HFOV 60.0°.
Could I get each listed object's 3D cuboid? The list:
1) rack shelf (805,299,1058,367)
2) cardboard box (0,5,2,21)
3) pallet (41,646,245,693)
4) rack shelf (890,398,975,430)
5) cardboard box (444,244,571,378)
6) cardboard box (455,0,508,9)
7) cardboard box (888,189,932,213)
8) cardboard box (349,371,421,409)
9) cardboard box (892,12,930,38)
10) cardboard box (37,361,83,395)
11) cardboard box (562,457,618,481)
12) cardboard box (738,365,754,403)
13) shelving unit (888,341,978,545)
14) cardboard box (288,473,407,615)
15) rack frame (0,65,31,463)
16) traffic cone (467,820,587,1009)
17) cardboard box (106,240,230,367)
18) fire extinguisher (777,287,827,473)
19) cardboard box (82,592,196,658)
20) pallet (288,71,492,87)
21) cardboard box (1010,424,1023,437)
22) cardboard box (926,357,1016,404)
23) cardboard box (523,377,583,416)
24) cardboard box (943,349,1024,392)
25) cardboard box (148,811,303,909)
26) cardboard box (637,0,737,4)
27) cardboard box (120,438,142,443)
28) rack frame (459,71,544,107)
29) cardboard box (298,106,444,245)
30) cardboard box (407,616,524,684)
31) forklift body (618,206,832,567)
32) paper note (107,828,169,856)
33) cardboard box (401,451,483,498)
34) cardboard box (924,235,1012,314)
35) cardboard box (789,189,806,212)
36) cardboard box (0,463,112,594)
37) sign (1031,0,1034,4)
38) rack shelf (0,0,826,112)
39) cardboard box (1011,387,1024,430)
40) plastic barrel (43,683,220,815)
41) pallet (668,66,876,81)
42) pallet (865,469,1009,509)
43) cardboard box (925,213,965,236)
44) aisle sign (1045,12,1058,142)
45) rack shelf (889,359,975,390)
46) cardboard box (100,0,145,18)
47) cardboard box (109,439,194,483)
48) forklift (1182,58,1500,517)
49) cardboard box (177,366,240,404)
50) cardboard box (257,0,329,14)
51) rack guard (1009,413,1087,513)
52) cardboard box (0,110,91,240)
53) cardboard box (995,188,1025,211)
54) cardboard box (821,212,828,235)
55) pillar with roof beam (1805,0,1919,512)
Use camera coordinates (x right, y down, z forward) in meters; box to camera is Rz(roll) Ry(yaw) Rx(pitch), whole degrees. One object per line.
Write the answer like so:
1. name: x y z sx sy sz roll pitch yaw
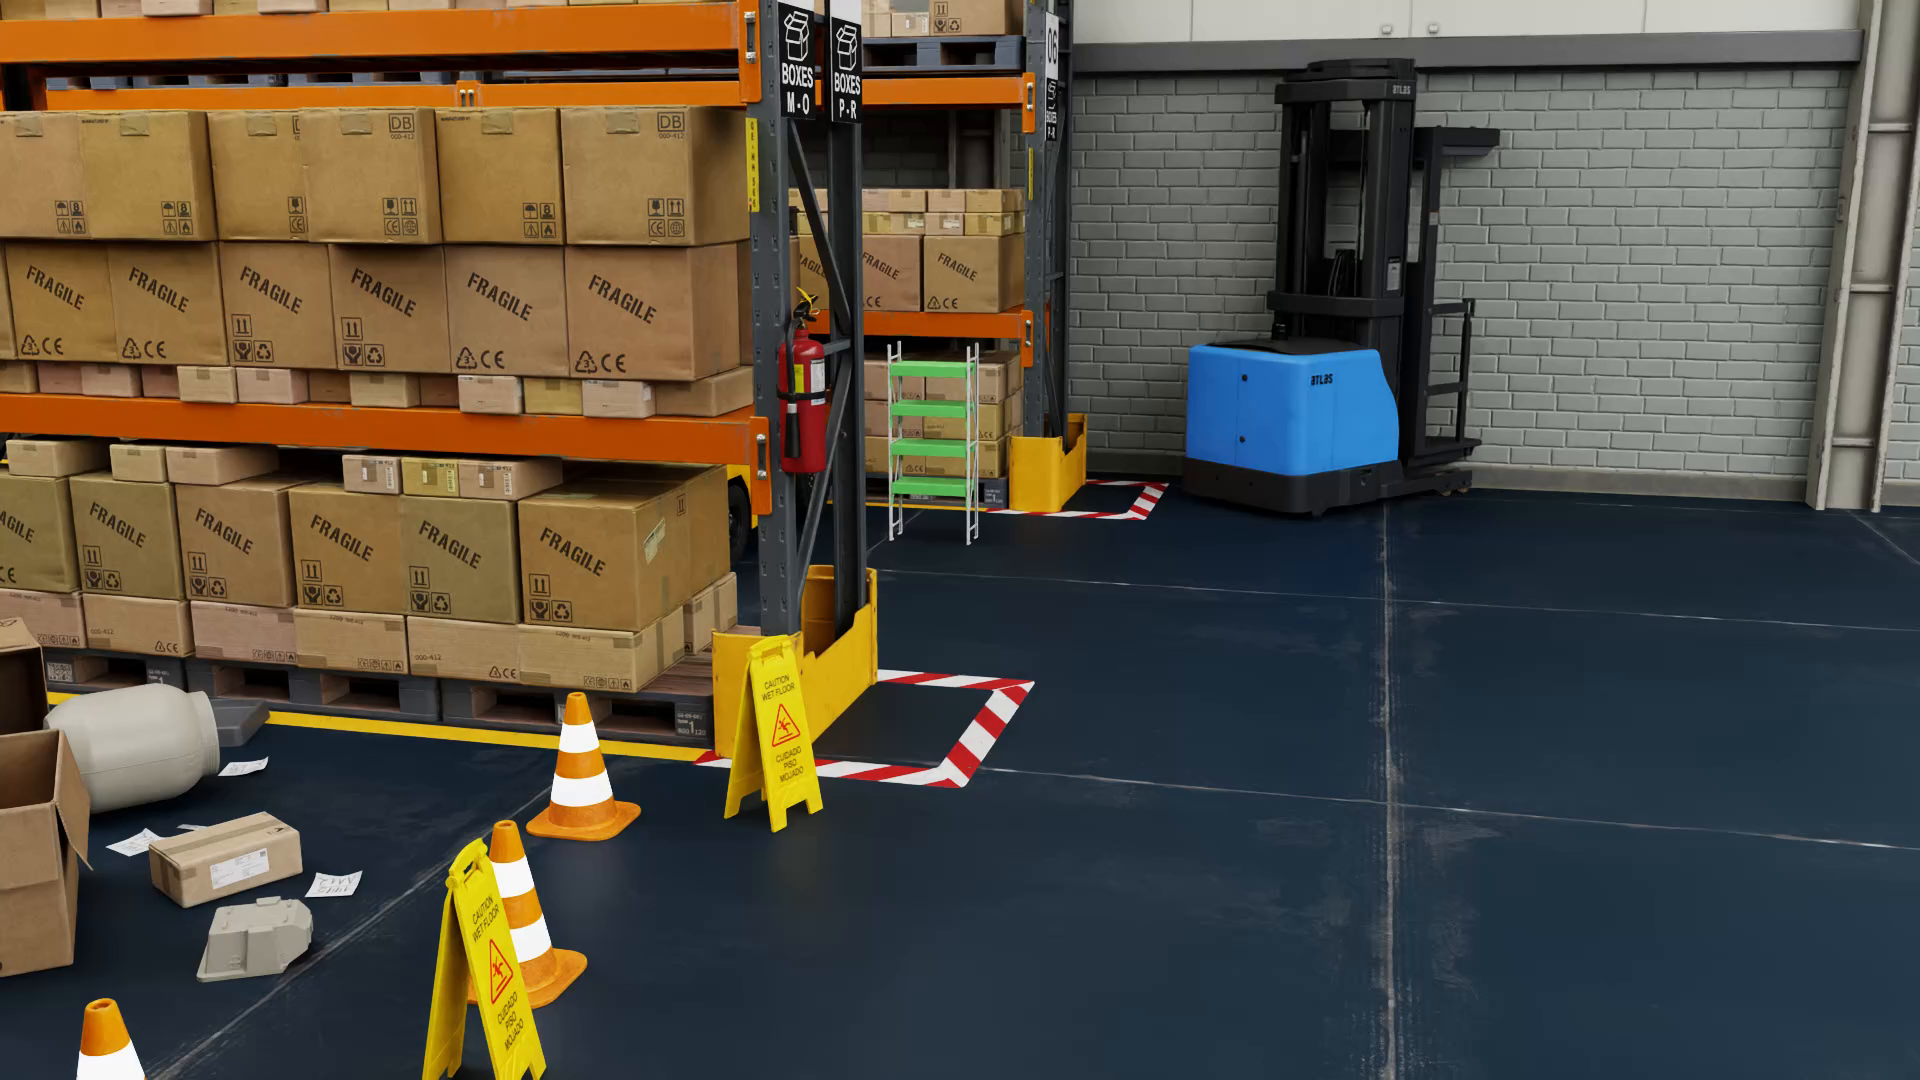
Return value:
1. rack shelf: -1.342 -1.529 11.859 4.000 0.370 1.077 3 13 14
2. cardboard box: -3.986 -2.188 6.824 0.250 0.149 0.380 3 13 14
3. pallet: -3.809 0.449 7.722 1.213 0.211 1.003 3 13 14
4. rack shelf: -0.161 -0.766 10.104 0.480 0.148 0.258 3 13 14
5. cardboard box: -1.664 -0.923 6.552 0.500 0.500 0.500 3 13 14
6. cardboard box: -1.729 -2.088 6.372 0.250 0.149 0.380 3 13 14
7. cardboard box: -0.306 -2.275 11.148 0.250 0.149 0.380 3 13 15
8. cardboard box: -2.259 -0.635 6.753 0.250 0.149 0.380 3 13 13
9. cardboard box: -0.278 -3.351 10.865 0.250 0.149 0.380 3 13 12
10. cardboard box: -3.718 -0.724 7.150 0.250 0.149 0.380 3 13 13
11. cardboard box: -1.835 -0.088 7.353 0.500 0.500 0.500 3 13 11
12. cardboard box: -0.867 -0.671 6.911 0.250 0.149 0.380 3 13 14
13. shelving unit: -0.161 -0.594 10.142 0.503 1.200 0.258 3 13 14
14. cardboard box: -2.422 -0.002 6.963 0.500 0.500 0.500 3 13 12
15. rack frame: -4.470 -0.940 7.543 0.127 3.000 1.000 3 13 14
16. traffic cone: -1.249 1.006 4.629 0.334 0.463 0.336 3 13 14
17. cardboard box: -3.132 -1.002 6.908 0.500 0.500 0.500 3 13 13
18. fire extinguisher: -0.586 -0.591 6.153 0.183 0.674 0.296 3 13 14
19. cardboard box: -3.441 0.310 7.288 0.500 0.250 0.500 4 13 17
20. pallet: -4.144 -3.398 12.139 1.217 0.209 0.805 3 13 11
21. cardboard box: 0.169 -0.705 11.866 0.500 0.250 0.500 3 13 14
22. cardboard box: 0.077 -1.085 11.270 0.500 0.250 0.500 4 13 15
23. cardboard box: -1.517 -0.591 6.554 0.250 0.149 0.380 3 13 13
24. cardboard box: 0.178 -1.192 11.749 0.500 0.250 0.500 3 13 13
25. cardboard box: -2.342 1.017 5.308 0.250 0.149 0.380 12 17 43
26. cardboard box: -1.000 -2.033 6.129 0.250 0.149 0.380 3 13 14
27. cardboard box: -3.831 -0.194 7.831 0.500 0.500 0.500 3 13 13
28. rack frame: -3.284 -1.984 12.249 0.127 3.000 1.000 3 13 14
29. cardboard box: -2.144 -1.427 6.516 0.500 0.500 0.700 3 13 13
30. cardboard box: -1.937 0.391 6.923 0.500 0.250 0.500 3 13 14
31. forklift body: -1.679 -1.076 10.120 1.214 2.155 2.313 3 13 14
32. paper note: -2.770 1.017 5.606 0.142 0.019 0.148 8 15 33
33. cardboard box: -2.042 -0.283 6.733 0.250 0.149 0.380 3 13 14
34. cardboard box: 0.059 -1.795 11.169 0.500 0.500 0.500 3 13 12
35. cardboard box: -1.062 -2.306 11.288 0.250 0.149 0.380 3 13 15
36. cardboard box: -3.962 -0.081 7.321 0.500 0.500 0.500 4 13 16
37. sign: 0.456 -3.521 10.390 0.005 0.325 0.100 3 13 14
38. rack shelf: -2.528 -1.949 6.829 4.000 0.370 1.077 3 13 14
39. cardboard box: 0.193 -0.951 11.818 0.500 0.250 0.500 3 13 15
40. plastic barrel: -2.954 0.737 5.935 0.512 0.421 0.421 -9 15 -35
41. pallet: -1.269 -3.302 11.471 1.213 0.211 1.003 3 13 14
42. pallet: -0.153 -0.446 11.755 1.213 0.211 1.003 3 13 14
43. cardboard box: -0.060 -2.108 11.080 0.250 0.149 0.380 3 13 14
44. aisle sign: 0.593 -2.980 10.738 0.004 0.787 0.394 3 13 14
45. rack shelf: -0.161 -1.001 10.052 0.480 0.148 0.258 3 13 14
46. cardboard box: -3.228 -2.161 6.704 0.250 0.149 0.380 3 13 12
47. cardboard box: -3.355 -0.352 7.046 0.250 0.149 0.380 4 13 16
48. forklift: 2.995 -1.816 11.654 3.031 2.935 1.130 -10 16 -37
49. cardboard box: -3.001 -0.665 6.885 0.250 0.149 0.380 3 13 14
50. cardboard box: -2.502 -2.104 6.446 0.250 0.149 0.380 3 13 13
51. rack guard: 0.623 -0.554 11.579 0.348 0.500 1.175 3 13 14
52. cardboard box: -3.604 -1.522 6.944 0.500 0.500 0.700 3 13 14
53. cardboard box: 0.324 -2.349 11.481 0.250 0.149 0.380 3 13 12
54. cardboard box: -0.805 -2.153 11.285 0.250 0.149 0.380 3 13 12
55. pillar with roof beam: 4.933 -3.714 6.197 0.400 9.000 9.100 3 13 14
